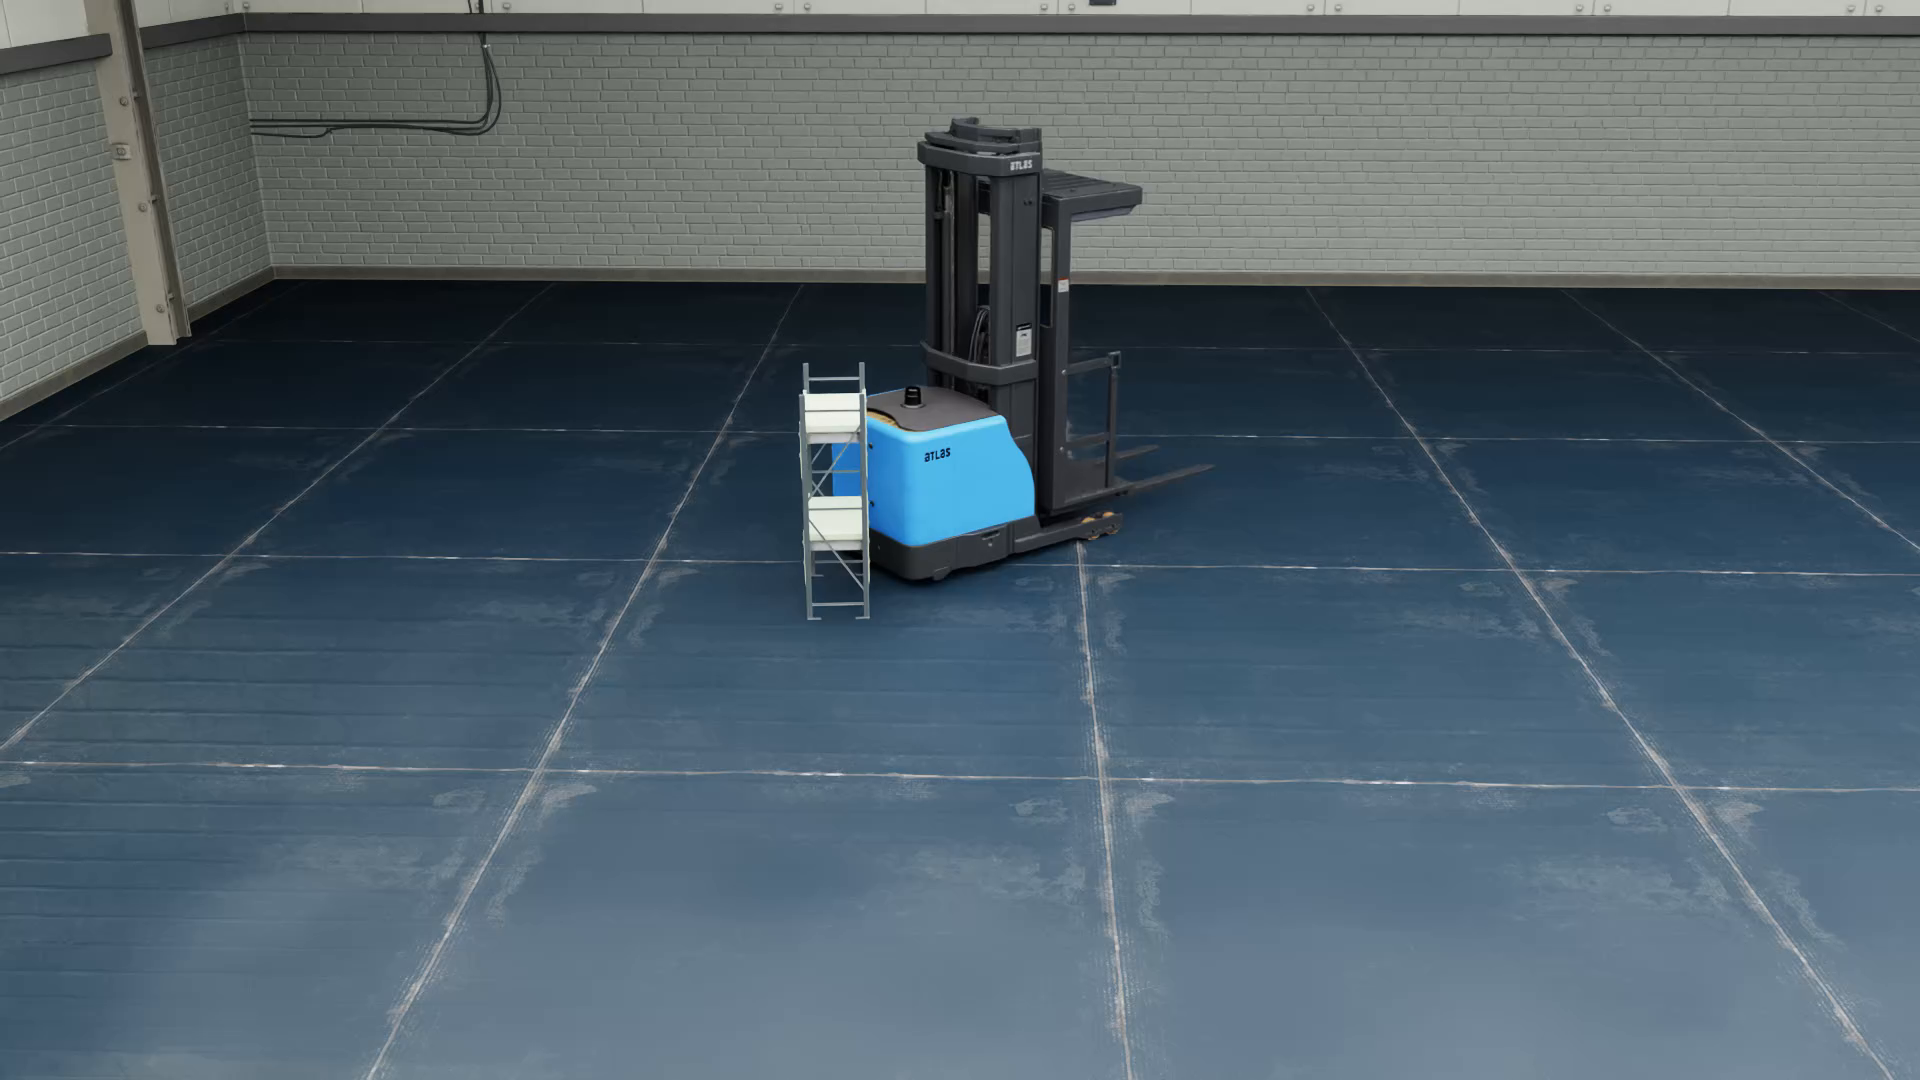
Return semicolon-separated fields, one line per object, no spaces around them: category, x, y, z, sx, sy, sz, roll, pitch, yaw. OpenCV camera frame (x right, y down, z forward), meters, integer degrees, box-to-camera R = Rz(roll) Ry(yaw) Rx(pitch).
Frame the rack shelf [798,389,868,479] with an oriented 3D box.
rack shelf;-0.804;-0.686;10.646;0.431;0.370;0.720;-1;21;-3

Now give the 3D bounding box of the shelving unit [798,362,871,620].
shelving unit;-0.804;-0.323;10.787;0.431;1.500;0.755;-1;21;-3

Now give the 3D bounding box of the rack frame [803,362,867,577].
rack frame;-0.825;-0.455;11.128;0.400;1.500;0.023;-1;21;-3

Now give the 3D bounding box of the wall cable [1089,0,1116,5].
wall cable;2.605;-8.817;17.612;2.305;6.003;0.169;1;21;2

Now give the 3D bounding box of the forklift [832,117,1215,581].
forklift;0.571;-1.499;11.839;3.031;2.935;1.130;-15;26;-34

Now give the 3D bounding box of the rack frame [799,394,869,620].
rack frame;-0.784;-0.190;10.446;0.400;1.500;0.023;-1;21;-3

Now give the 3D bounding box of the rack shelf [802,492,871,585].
rack shelf;-0.804;-0.019;10.905;0.431;0.370;0.720;-1;21;-3

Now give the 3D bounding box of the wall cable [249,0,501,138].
wall cable;-6.883;-5.894;19.073;3.097;2.526;0.112;1;21;2

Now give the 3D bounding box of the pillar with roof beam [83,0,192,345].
pillar with roof beam;-3.992;-6.244;15.681;9.100;9.000;0.400;1;21;2
